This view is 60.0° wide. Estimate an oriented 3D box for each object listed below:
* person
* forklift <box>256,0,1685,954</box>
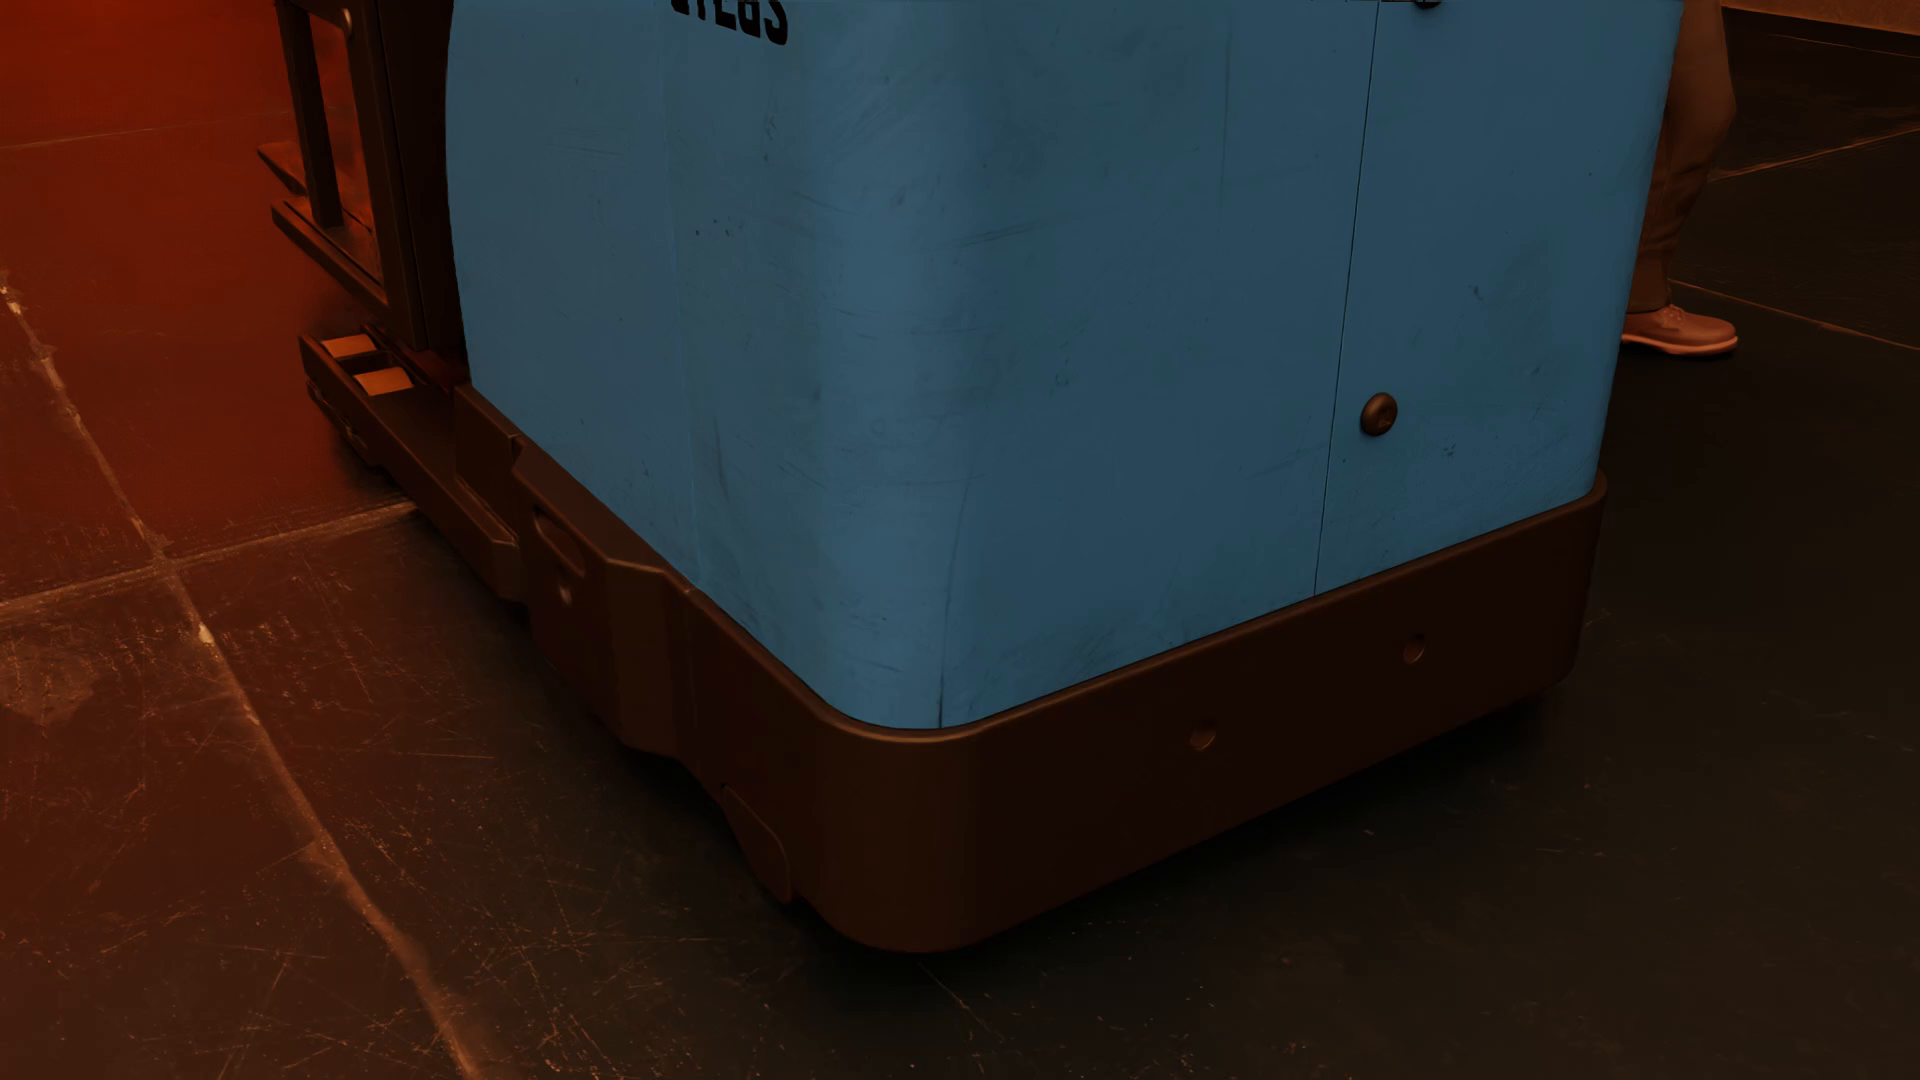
[{"bbox_3d":[1.081,-1.057,2.823,0.793,1.628,0.391,-13,29,-24],"label":"person"},{"bbox_3d":[-0.478,-1.532,2.285,1.130,2.935,3.031,-17,31,-30],"label":"forklift"}]
